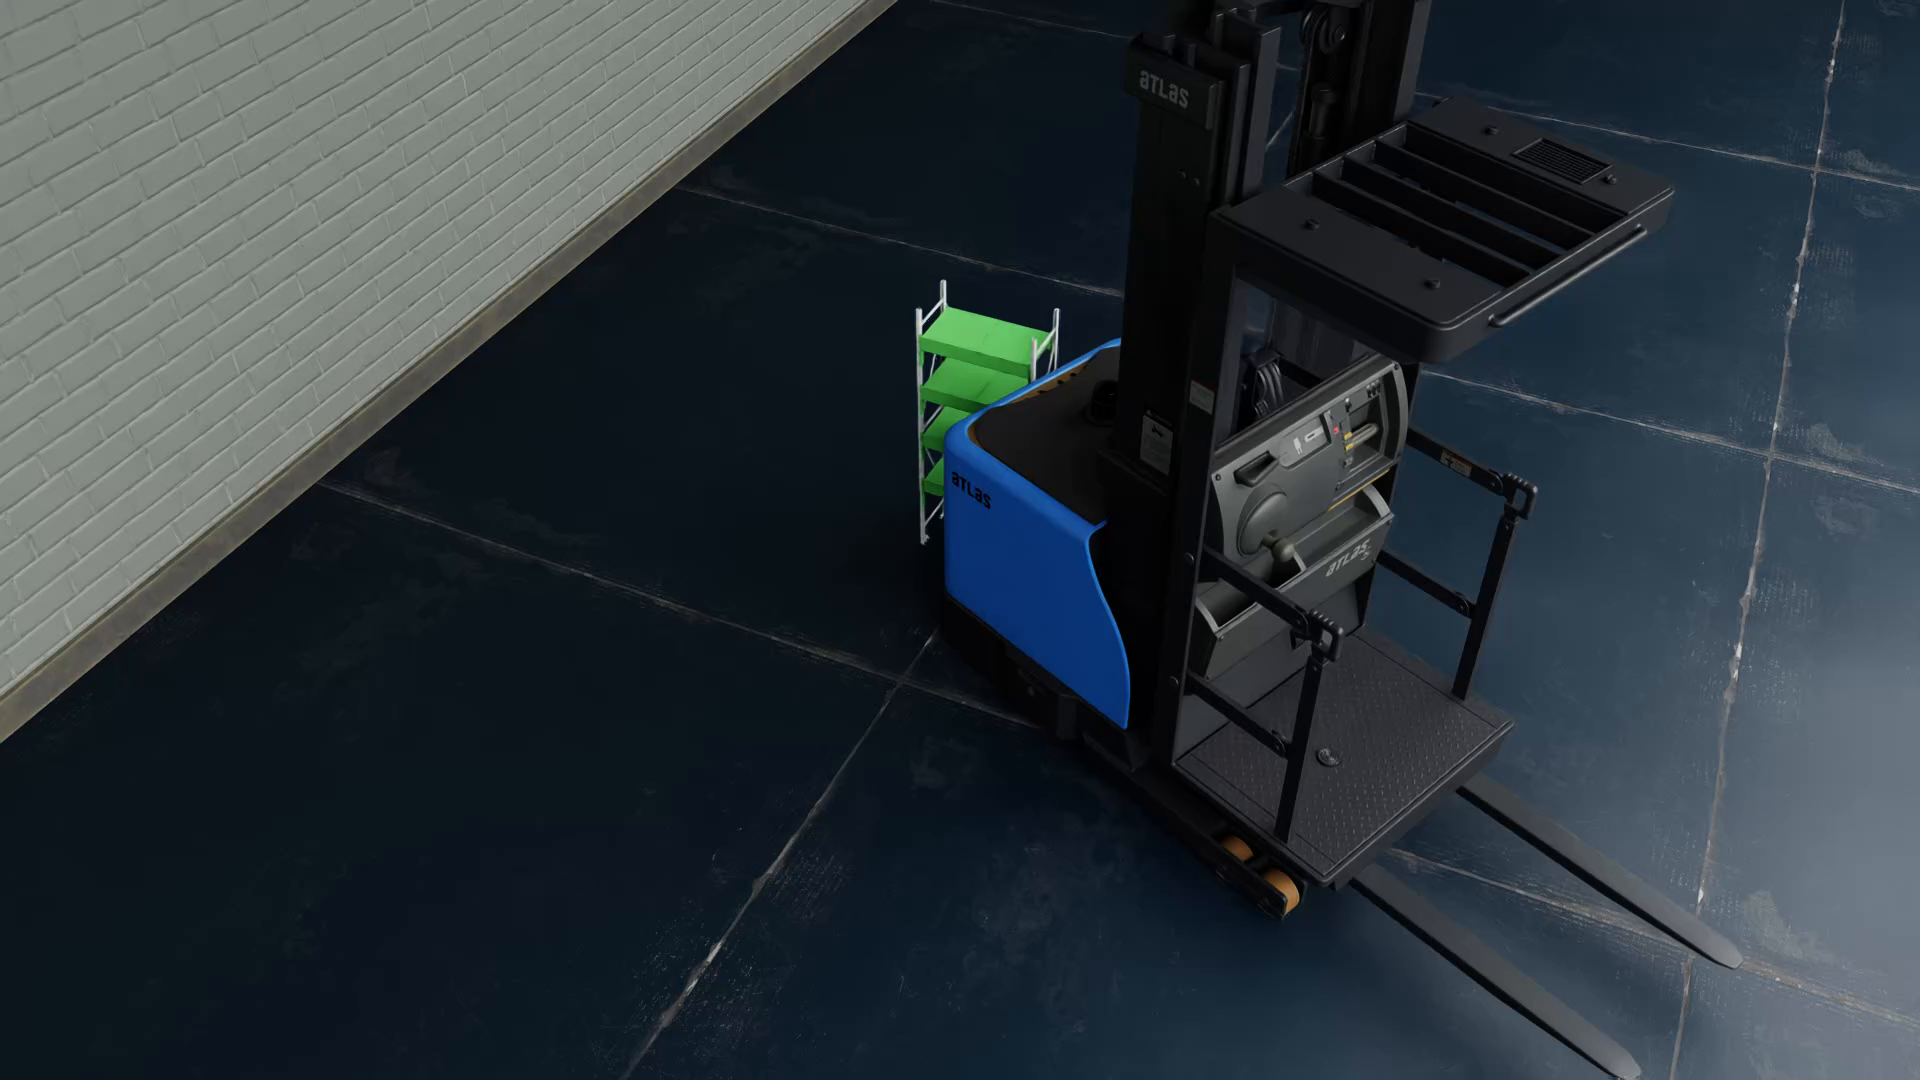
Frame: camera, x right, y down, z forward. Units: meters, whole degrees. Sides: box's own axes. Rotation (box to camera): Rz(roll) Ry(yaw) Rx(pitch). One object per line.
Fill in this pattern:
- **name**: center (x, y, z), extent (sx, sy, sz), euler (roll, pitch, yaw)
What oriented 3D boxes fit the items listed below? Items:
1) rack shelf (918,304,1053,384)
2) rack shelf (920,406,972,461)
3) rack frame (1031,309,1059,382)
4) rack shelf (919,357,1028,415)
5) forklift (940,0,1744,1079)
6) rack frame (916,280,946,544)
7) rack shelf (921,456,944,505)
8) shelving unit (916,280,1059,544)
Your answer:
- **rack shelf**: center (0.106, -0.755, 6.570), extent (0.480, 0.148, 0.258), euler (17, 44, 19)
- **rack shelf**: center (0.106, -0.393, 6.885), extent (0.480, 0.148, 0.258), euler (17, 44, 19)
- **rack frame**: center (0.327, -0.373, 6.764), extent (0.015, 1.200, 0.240), euler (17, 44, 19)
- **rack shelf**: center (0.106, -0.574, 6.727), extent (0.480, 0.148, 0.258), euler (17, 44, 19)
- **forklift**: center (1.275, -0.187, 5.228), extent (1.130, 2.935, 3.031), euler (-30, 49, -30)
- **rack frame**: center (-0.114, -0.509, 6.921), extent (0.015, 1.200, 0.240), euler (17, 44, 19)
- **rack shelf**: center (0.106, -0.211, 7.042), extent (0.480, 0.148, 0.258), euler (17, 44, 19)
- **shelving unit**: center (0.106, -0.441, 6.843), extent (0.503, 1.200, 0.258), euler (17, 44, 19)
